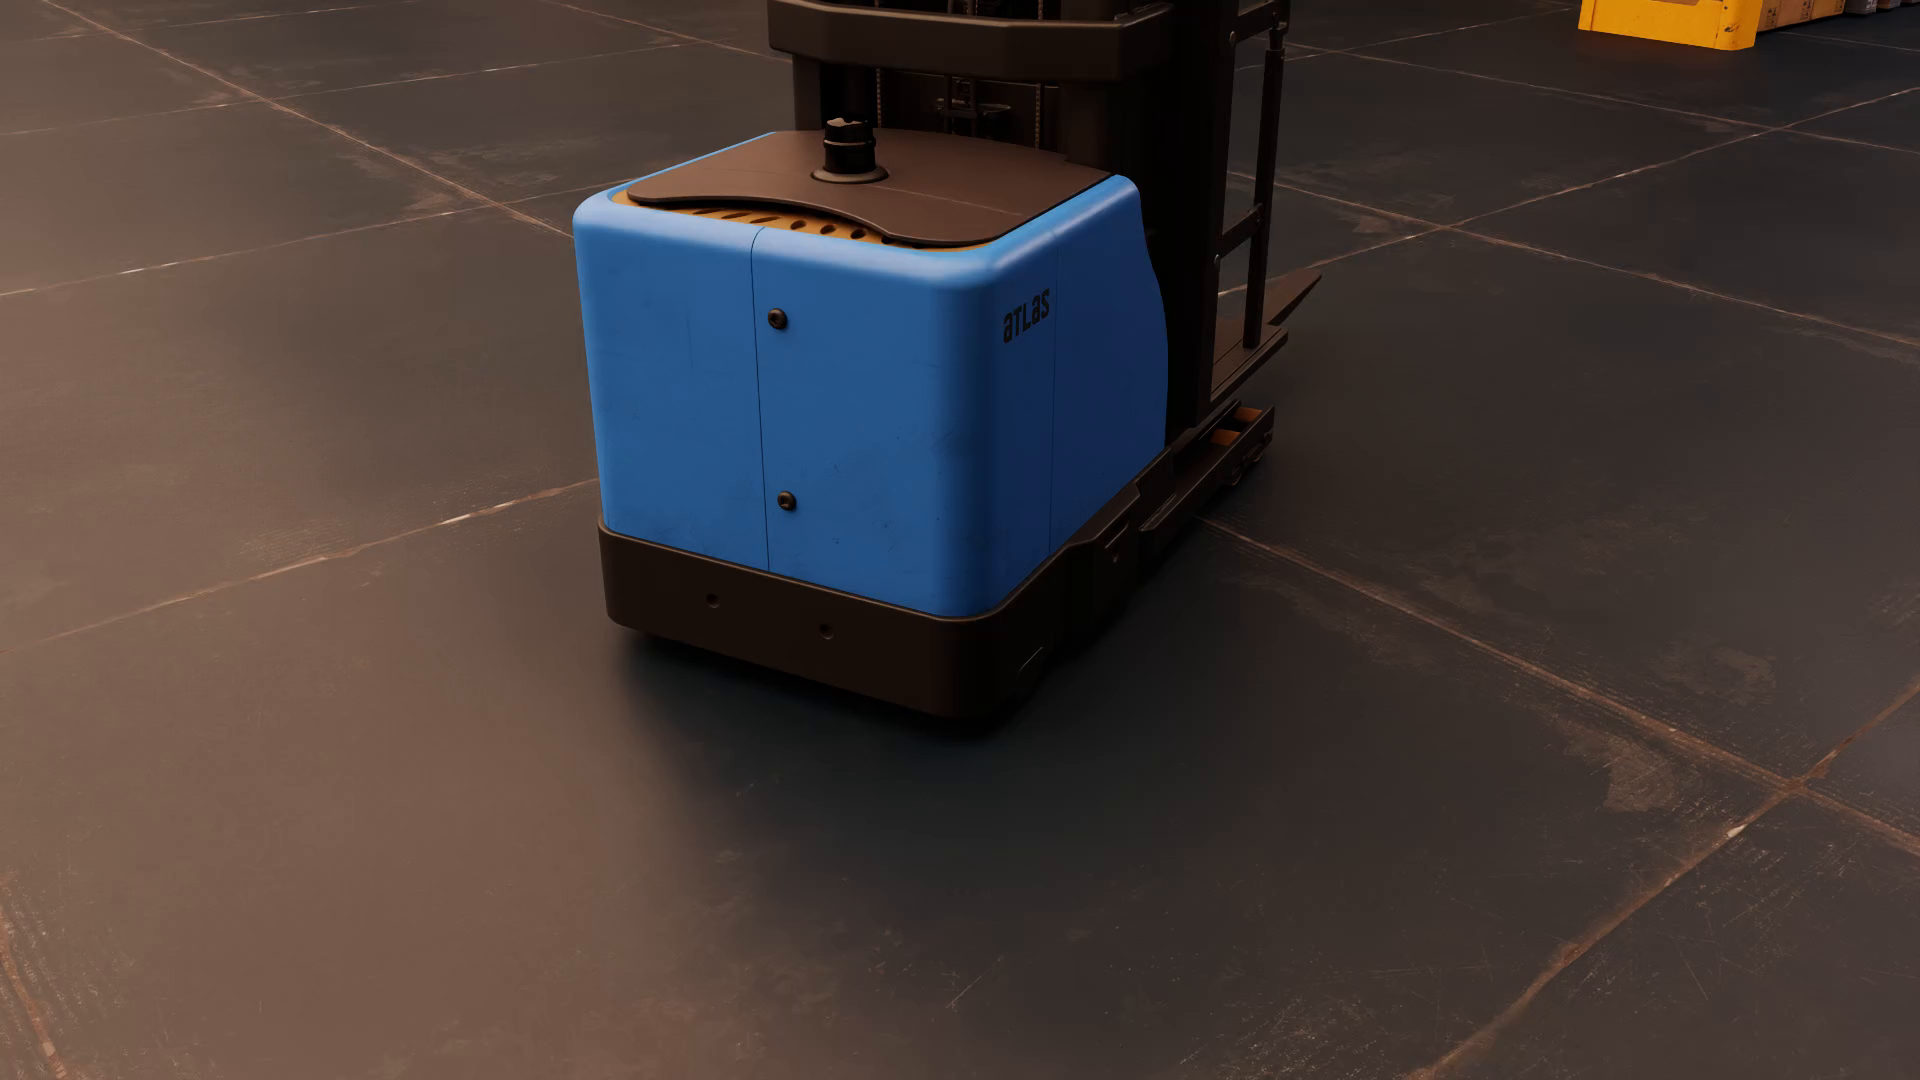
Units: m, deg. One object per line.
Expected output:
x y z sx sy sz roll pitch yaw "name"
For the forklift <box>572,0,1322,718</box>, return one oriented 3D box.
0.285 -1.552 4.331 1.130 2.935 3.031 13 29 25 "forklift"
